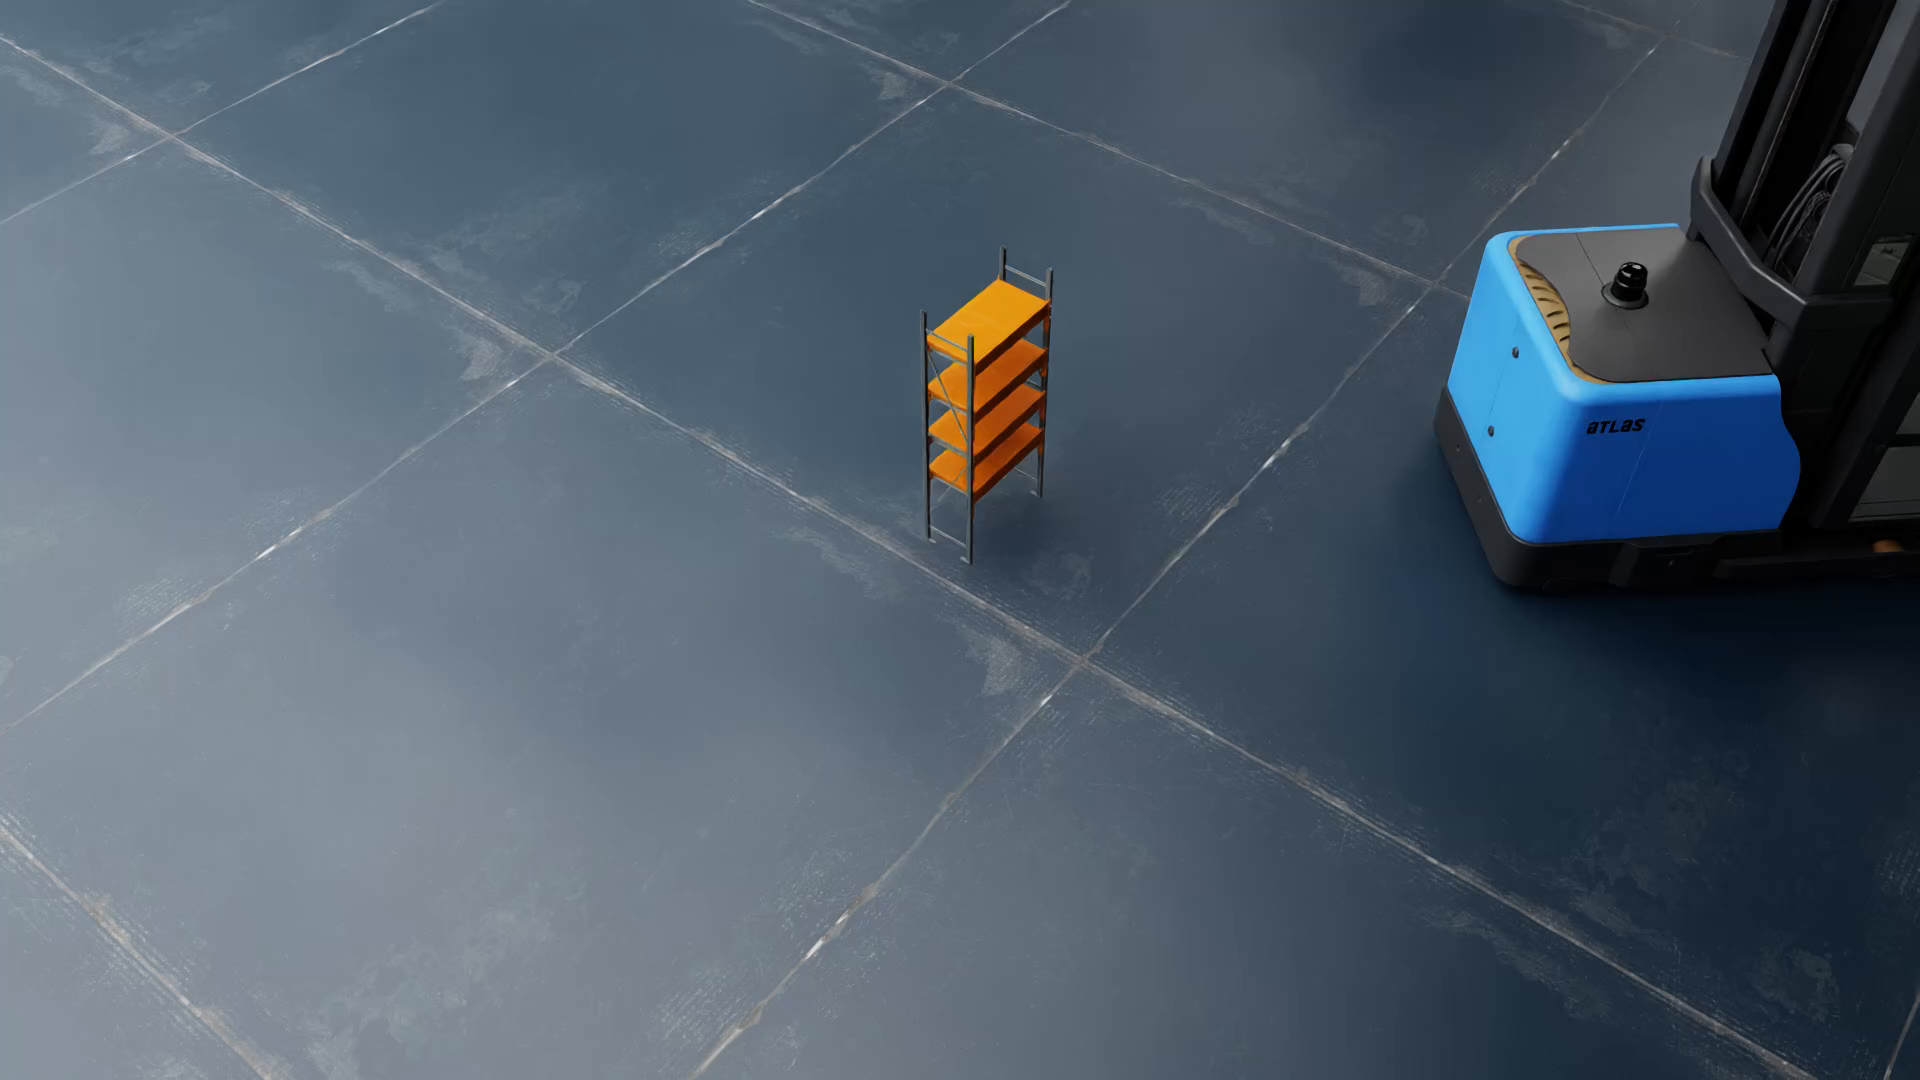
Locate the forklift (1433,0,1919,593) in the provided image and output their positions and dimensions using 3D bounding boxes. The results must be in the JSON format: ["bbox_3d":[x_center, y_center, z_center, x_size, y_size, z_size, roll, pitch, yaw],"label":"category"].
[{"bbox_3d":[3.617,-1.238,6.070,3.031,2.935,1.130,-4,46,-3],"label":"forklift"}]

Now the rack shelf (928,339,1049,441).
[{"bbox_3d":[0.101,-0.617,6.458,0.258,0.148,0.480,29,53,25],"label":"rack shelf"}]

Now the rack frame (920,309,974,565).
[{"bbox_3d":[-0.048,-0.370,6.438,0.240,1.200,0.015,29,53,25],"label":"rack frame"}]

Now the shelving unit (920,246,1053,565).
[{"bbox_3d":[0.101,-0.509,6.571,0.258,1.200,0.503,29,53,25],"label":"shelving unit"}]

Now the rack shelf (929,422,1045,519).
[{"bbox_3d":[0.101,-0.326,6.764,0.258,0.148,0.480,29,53,25],"label":"rack shelf"}]

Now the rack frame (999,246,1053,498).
[{"bbox_3d":[0.250,-0.649,6.705,0.240,1.200,0.015,29,53,25],"label":"rack frame"}]

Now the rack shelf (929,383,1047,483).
[{"bbox_3d":[0.101,-0.463,6.620,0.258,0.148,0.480,29,53,25],"label":"rack shelf"}]

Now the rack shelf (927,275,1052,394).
[{"bbox_3d":[0.101,-0.781,6.287,0.258,0.148,0.480,29,53,25],"label":"rack shelf"}]
